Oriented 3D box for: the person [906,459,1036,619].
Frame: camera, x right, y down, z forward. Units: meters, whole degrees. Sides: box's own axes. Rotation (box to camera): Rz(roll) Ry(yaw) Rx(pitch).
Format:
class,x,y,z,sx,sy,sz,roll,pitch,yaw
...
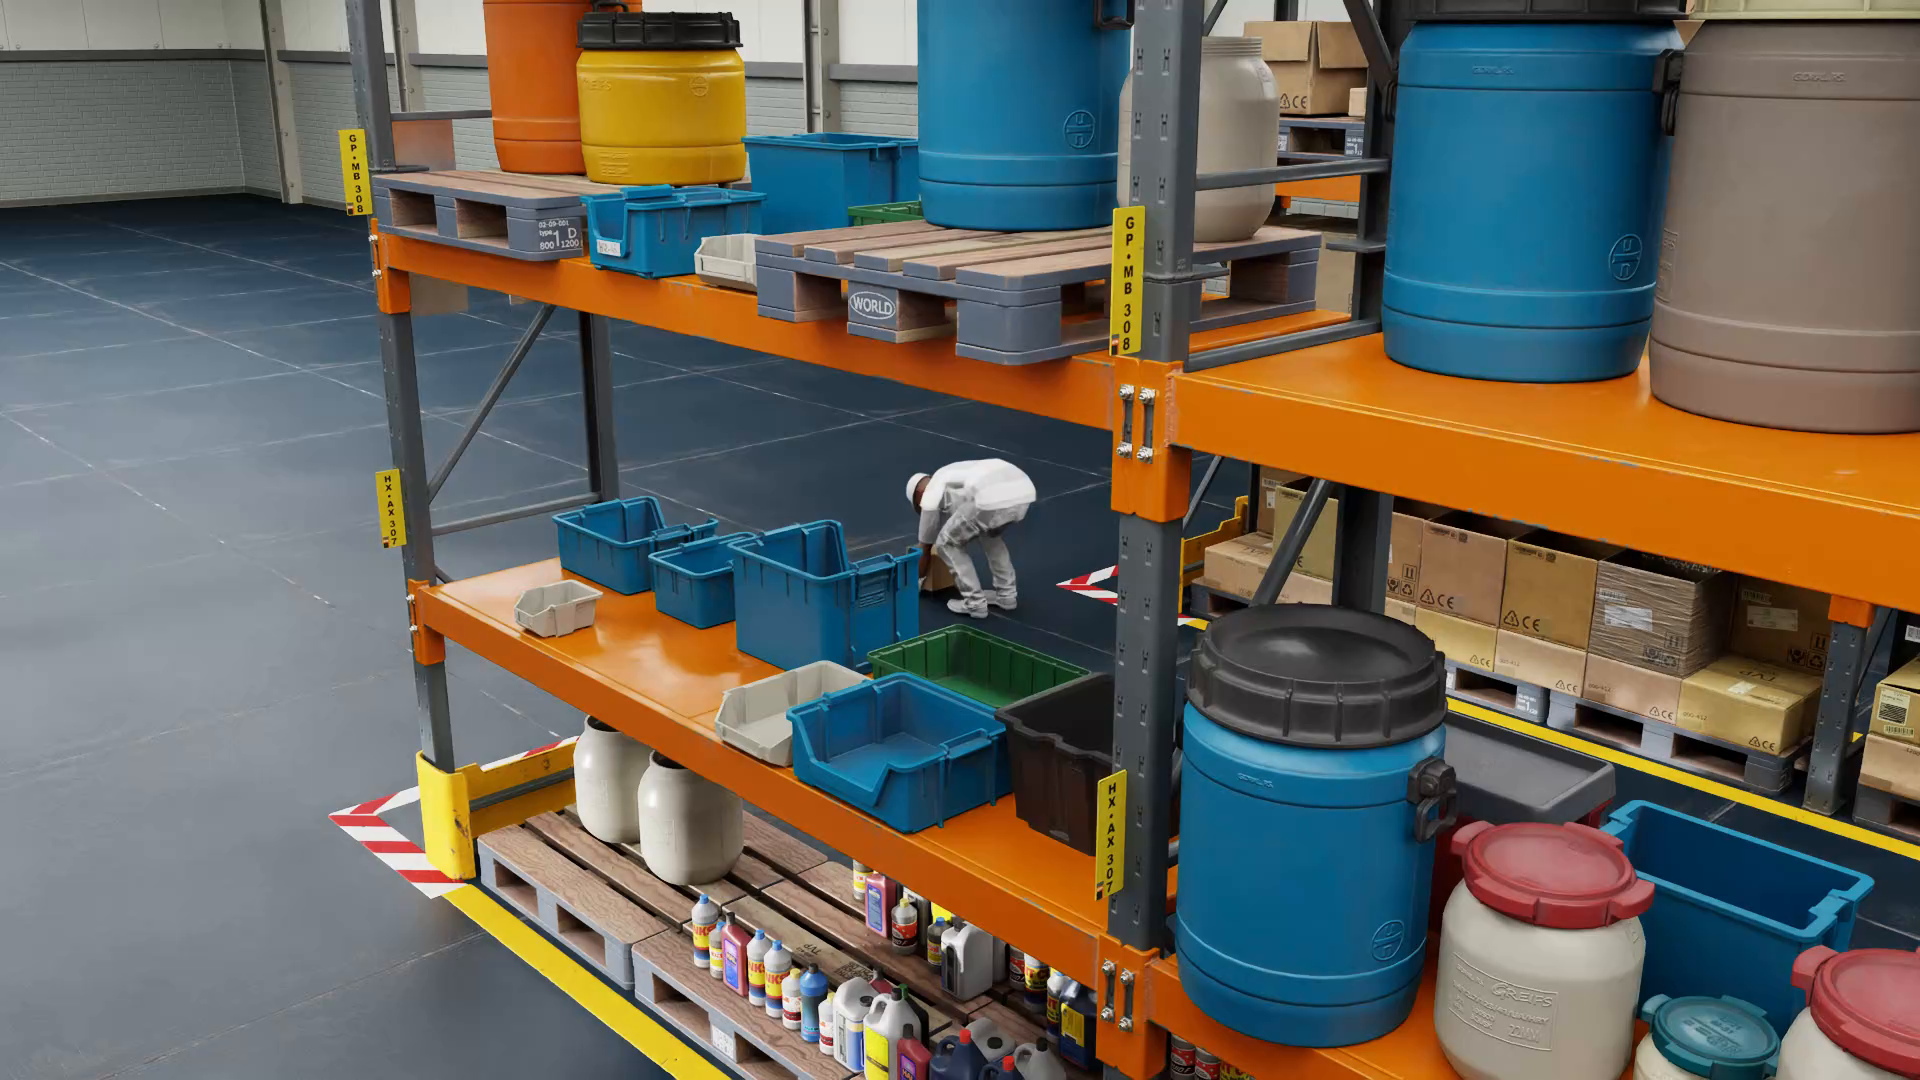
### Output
class,x,y,z,sx,sy,sz,roll,pitch,yaw
person,0.027,-0.061,10.579,0.981,0.973,0.522,16,23,41
